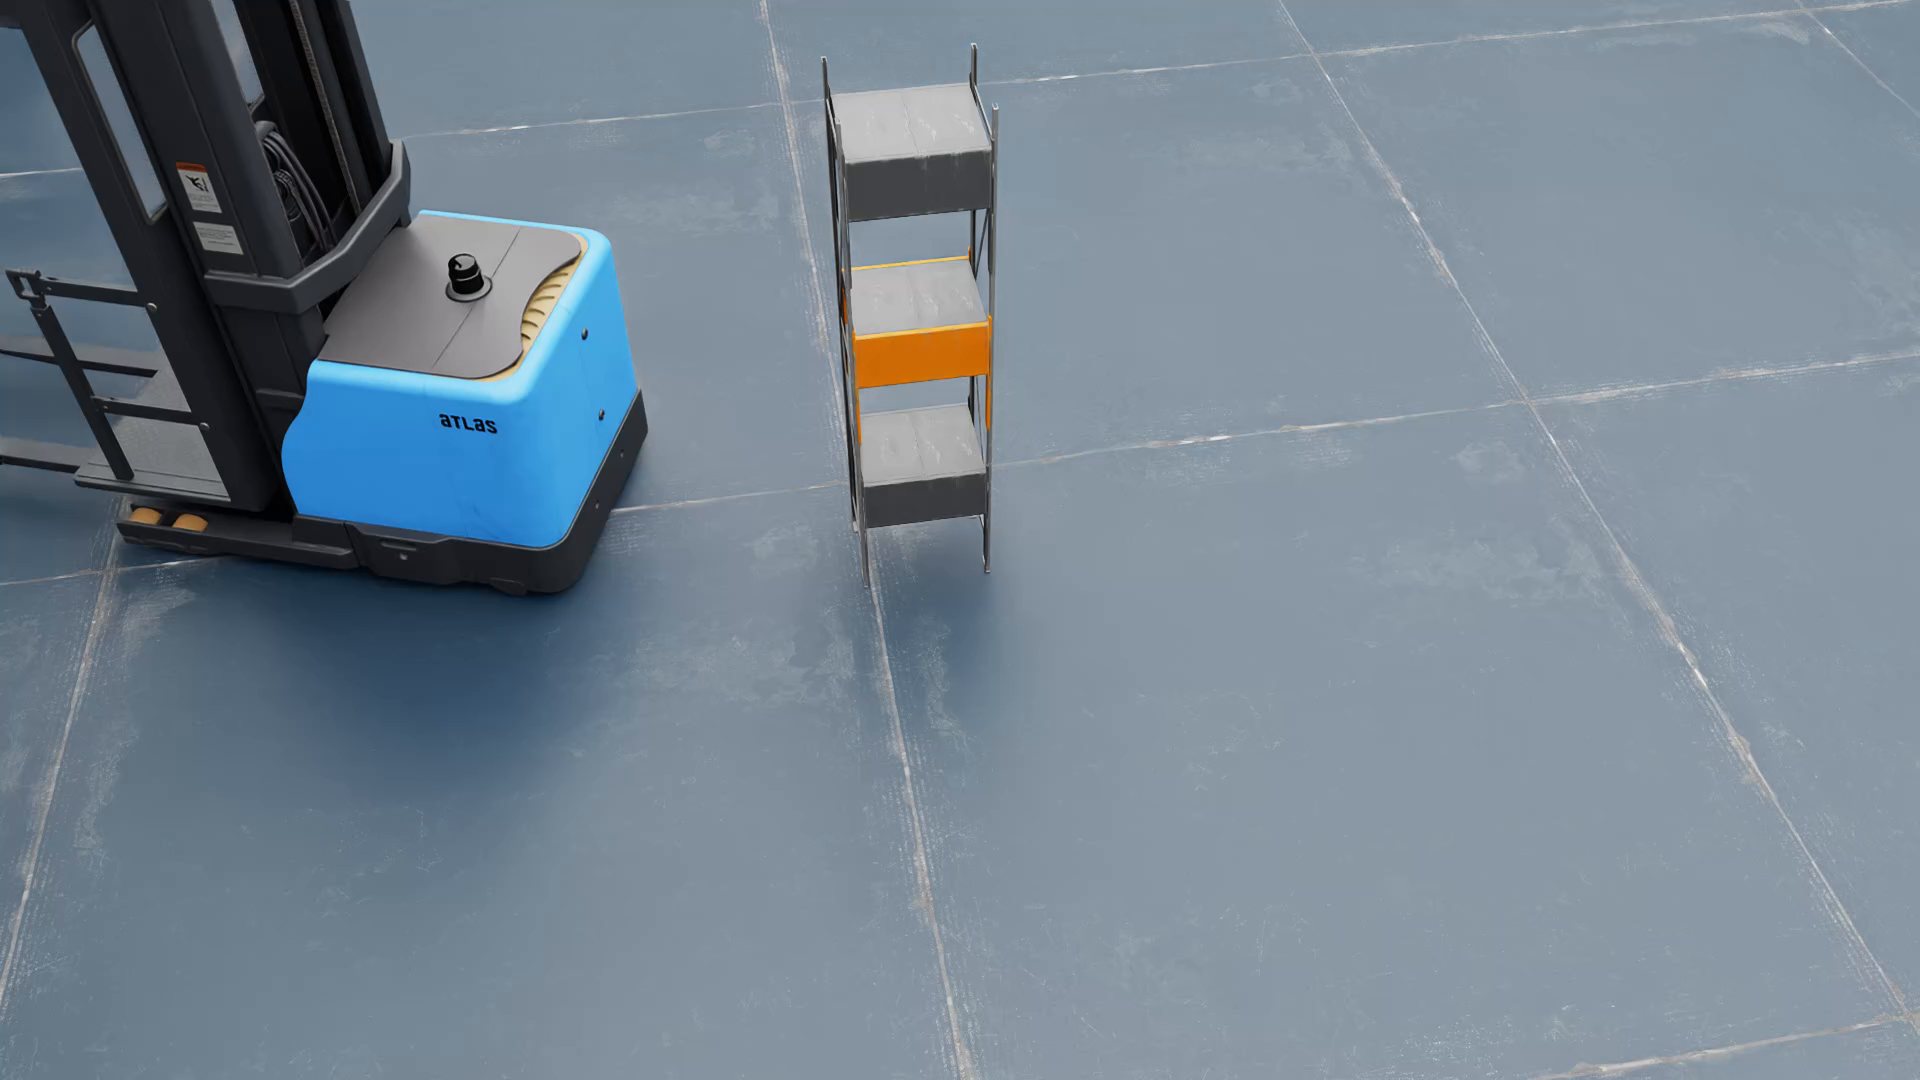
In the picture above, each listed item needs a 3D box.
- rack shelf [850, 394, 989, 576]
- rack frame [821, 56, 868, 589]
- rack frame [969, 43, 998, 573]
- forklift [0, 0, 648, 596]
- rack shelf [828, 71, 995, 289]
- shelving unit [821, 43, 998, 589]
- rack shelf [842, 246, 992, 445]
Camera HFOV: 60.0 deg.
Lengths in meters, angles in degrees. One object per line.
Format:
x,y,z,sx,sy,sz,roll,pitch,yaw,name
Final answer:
-0.163,-0.213,6.488,0.480,0.518,0.431,-7,46,-7,rack shelf
-0.404,-0.678,5.945,0.015,2.100,0.400,-7,46,-7,rack frame
0.077,-0.738,6.003,0.015,2.100,0.400,-7,46,-7,rack frame
-2.899,-1.325,5.991,3.031,2.935,1.130,8,47,7,forklift
-0.163,-1.184,5.480,0.480,0.518,0.431,-7,46,-7,rack shelf
-0.163,-0.708,5.974,0.503,2.100,0.431,-7,46,-7,shelving unit
-0.163,-0.699,5.984,0.480,0.518,0.431,-7,46,-7,rack shelf
